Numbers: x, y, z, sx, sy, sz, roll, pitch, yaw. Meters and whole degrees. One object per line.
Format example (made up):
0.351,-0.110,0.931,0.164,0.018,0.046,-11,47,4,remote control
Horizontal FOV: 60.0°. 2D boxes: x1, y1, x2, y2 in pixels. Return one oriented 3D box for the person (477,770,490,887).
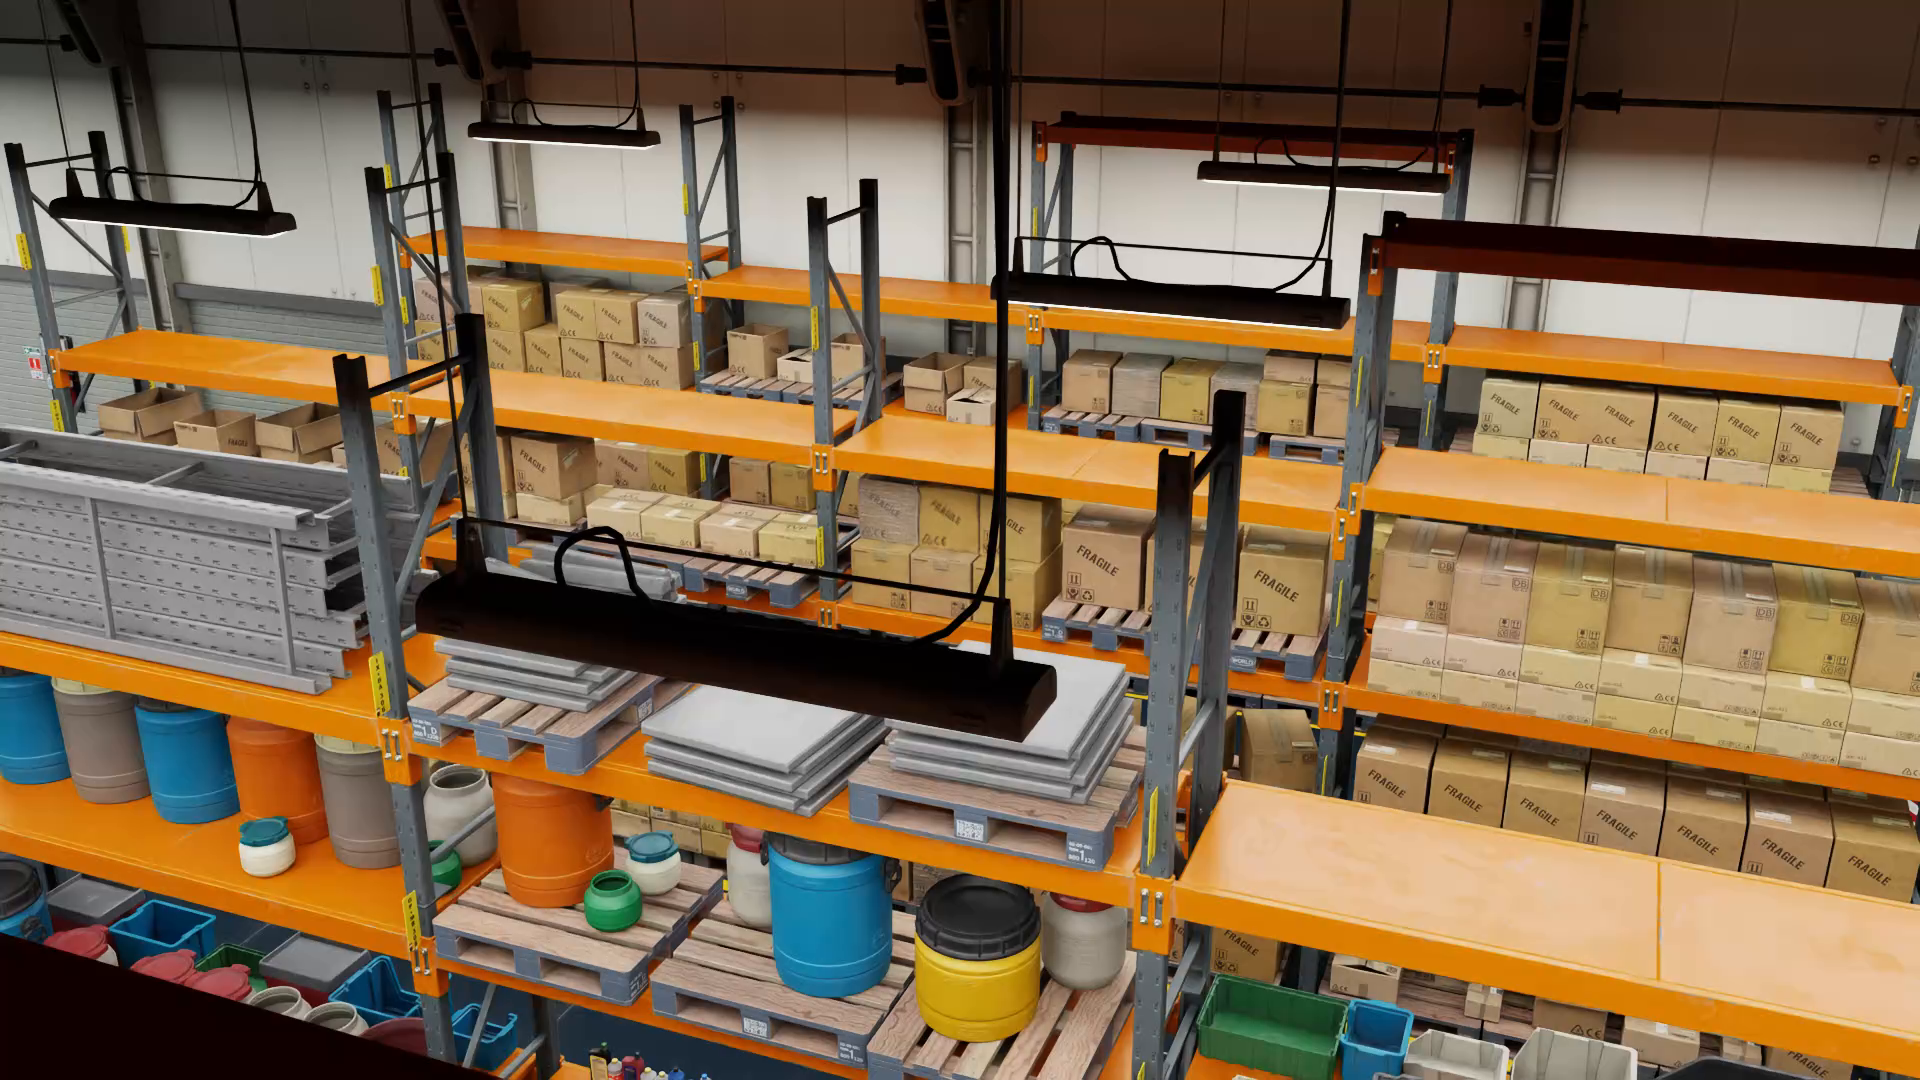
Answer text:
-3.882,2.461,13.619,0.892,1.618,0.507,9,22,22,person
